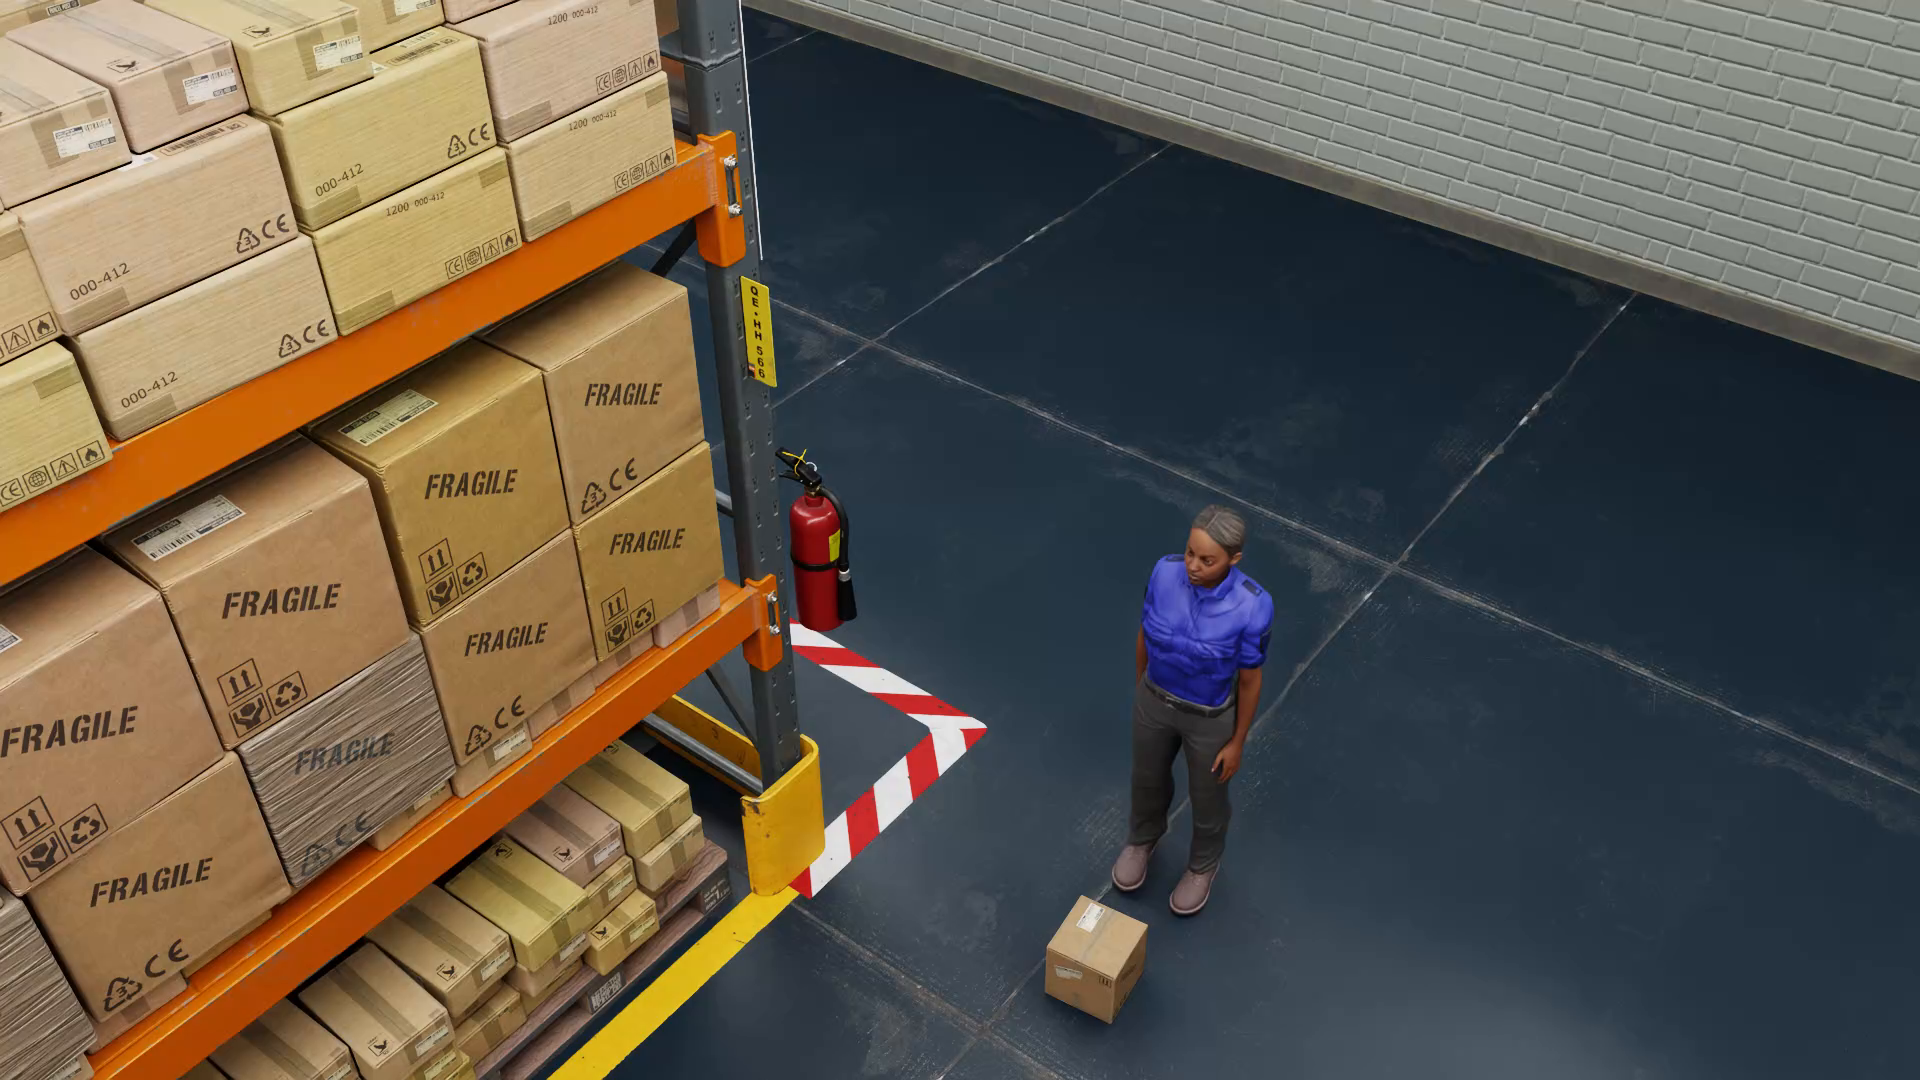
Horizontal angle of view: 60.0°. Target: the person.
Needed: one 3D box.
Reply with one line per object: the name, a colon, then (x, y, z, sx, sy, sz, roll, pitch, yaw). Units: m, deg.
person: (0.751, 0.565, 5.440, 0.446, 1.660, 0.306, 21, 44, 24)
